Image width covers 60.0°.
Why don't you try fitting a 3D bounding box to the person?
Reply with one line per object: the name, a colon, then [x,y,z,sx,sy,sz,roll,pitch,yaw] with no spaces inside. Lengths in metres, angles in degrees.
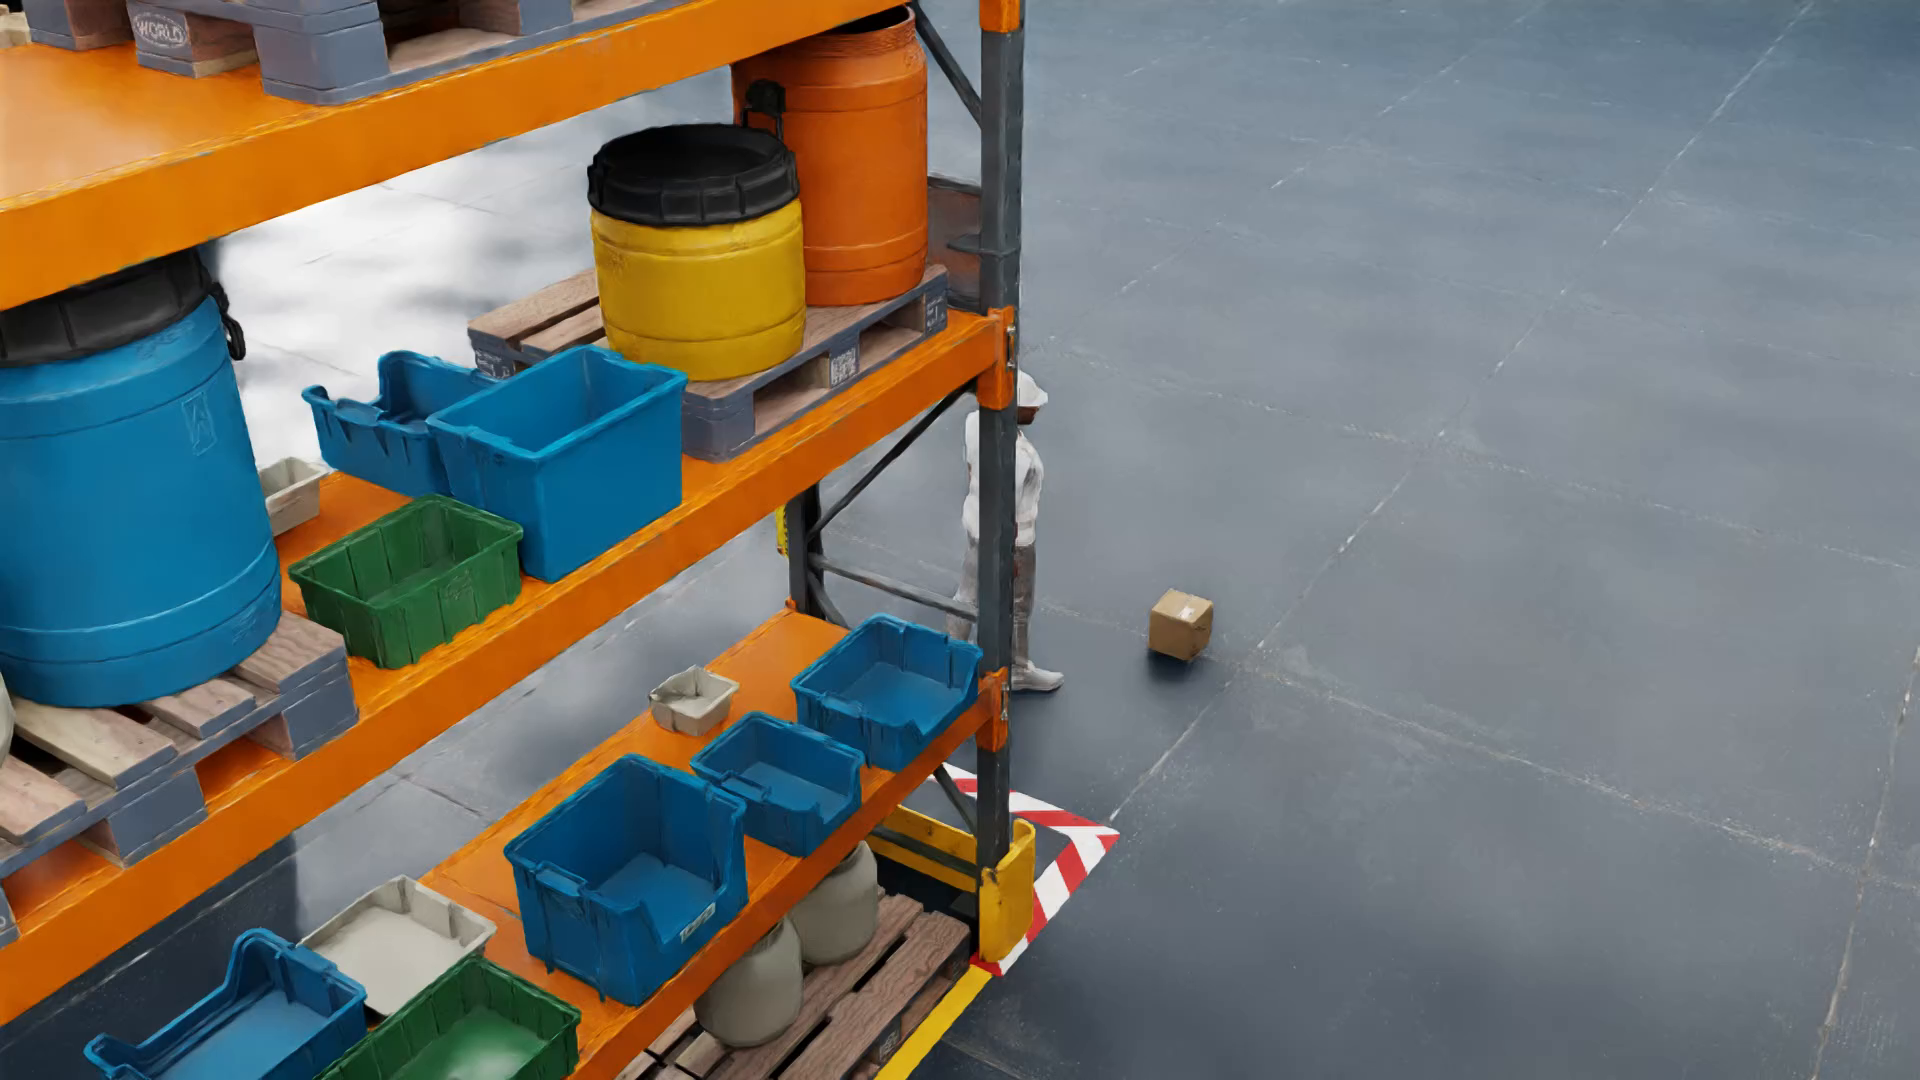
person: [0.202,-0.043,8.230,0.582,1.771,0.591,-13,33,-21]
